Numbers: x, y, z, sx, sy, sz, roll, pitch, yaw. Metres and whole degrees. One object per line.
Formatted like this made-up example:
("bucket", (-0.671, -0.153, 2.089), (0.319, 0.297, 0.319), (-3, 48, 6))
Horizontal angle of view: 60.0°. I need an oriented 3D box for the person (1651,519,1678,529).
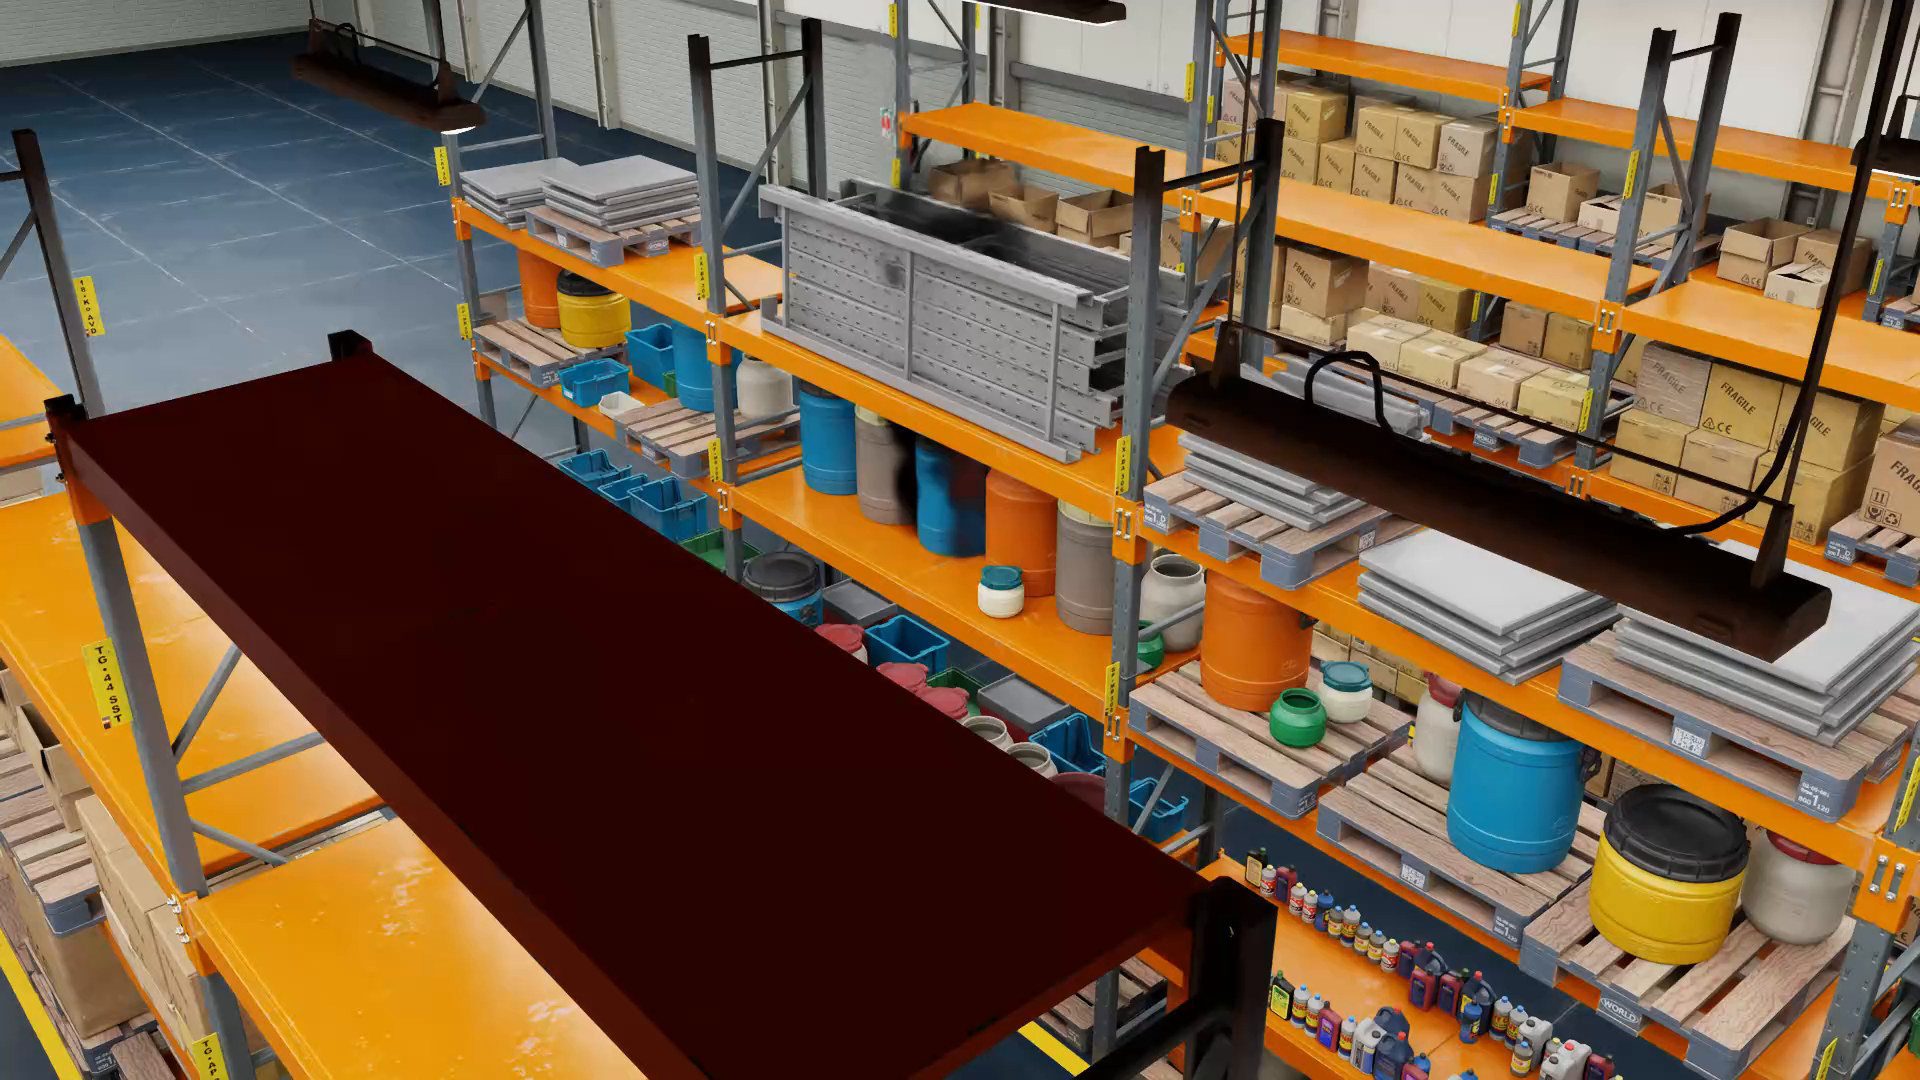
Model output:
("person", (6.168, 0.419, 14.833), (0.944, 1.776, 0.710), (23, 35, 38))
